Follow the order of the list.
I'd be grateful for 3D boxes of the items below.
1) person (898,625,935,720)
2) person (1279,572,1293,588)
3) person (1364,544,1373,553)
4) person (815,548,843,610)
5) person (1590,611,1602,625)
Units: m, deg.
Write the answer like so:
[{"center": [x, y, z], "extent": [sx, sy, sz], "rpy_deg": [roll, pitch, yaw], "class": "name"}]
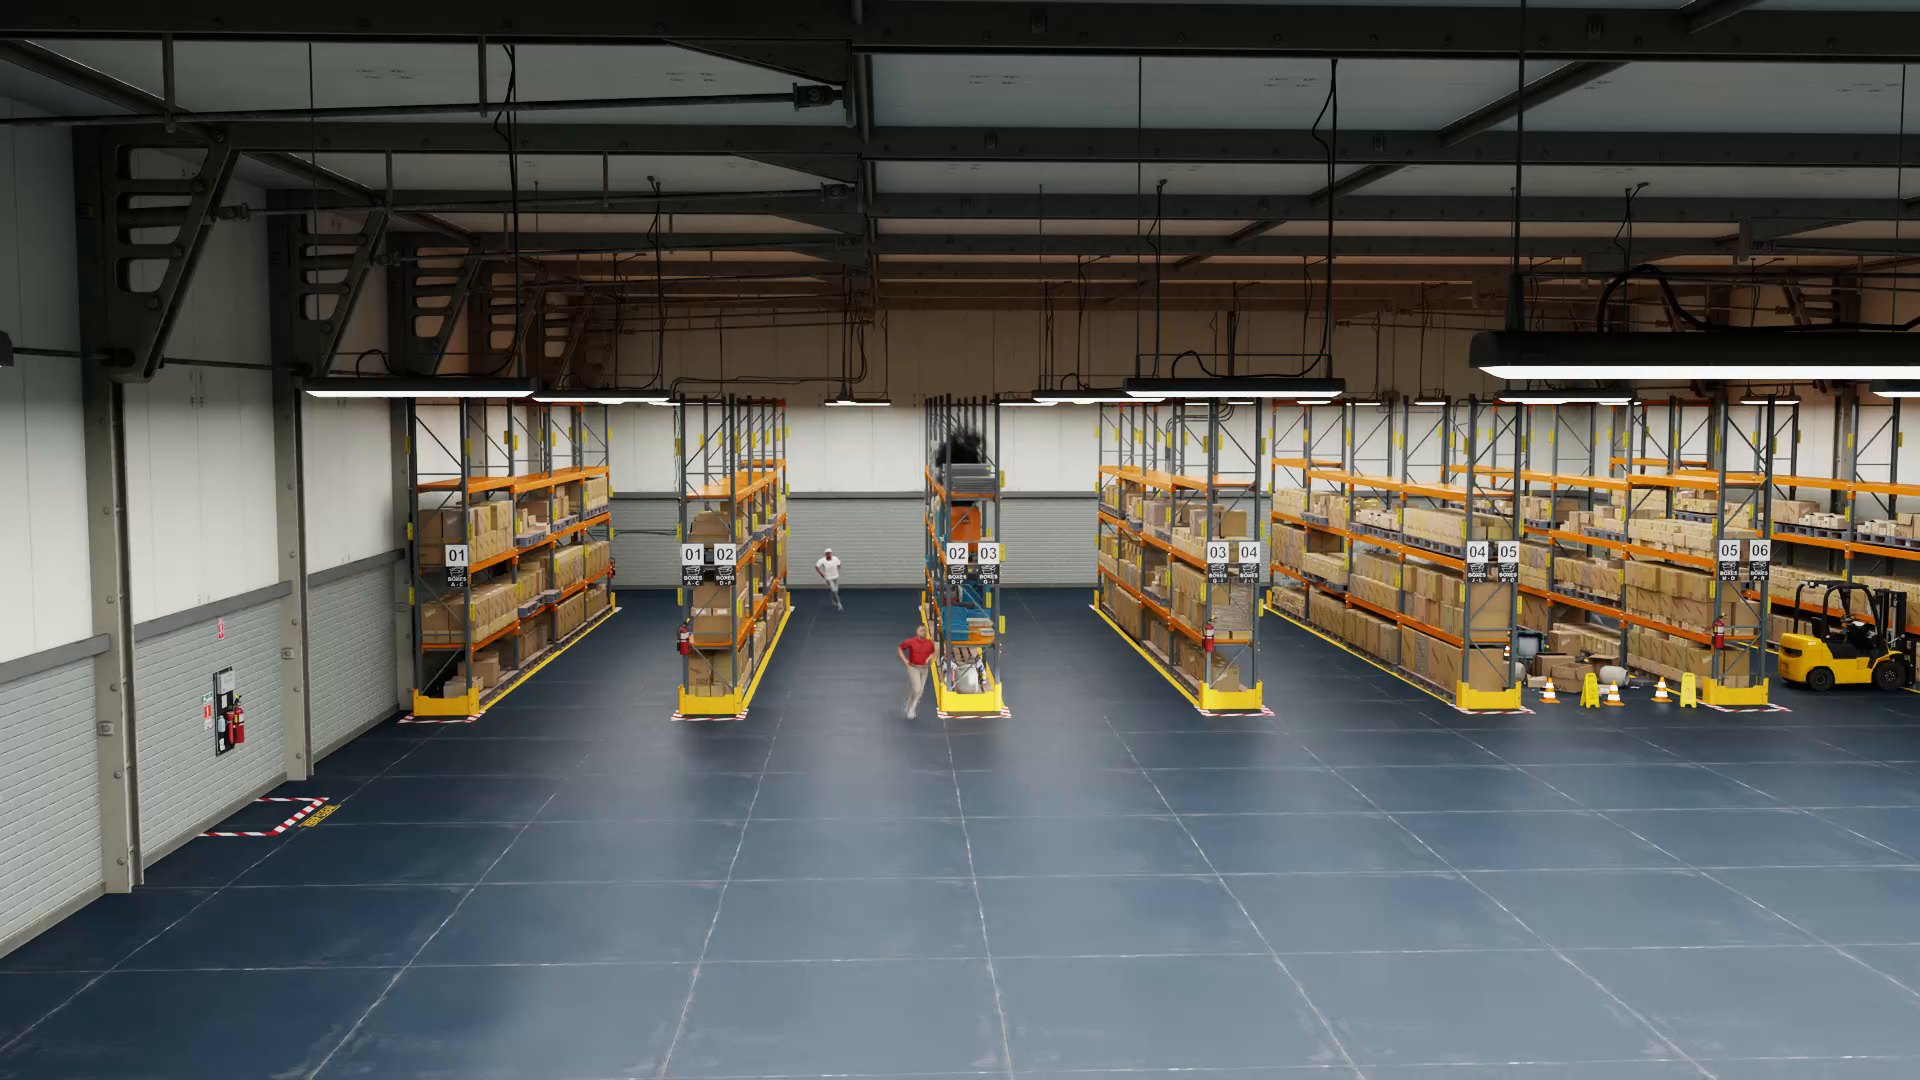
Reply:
[{"center": [-0.761, 2.460, 30.810], "extent": [0.684, 1.754, 0.639], "rpy_deg": [-2, 5, -29], "class": "person"}, {"center": [9.693, 0.982, 48.864], "extent": [0.727, 1.757, 0.680], "rpy_deg": [-1, 5, -10], "class": "person"}, {"center": [12.207, 0.976, 49.295], "extent": [0.806, 1.708, 0.575], "rpy_deg": [0, 5, 3], "class": "person"}, {"center": [-3.700, 1.111, 47.431], "extent": [0.701, 1.781, 0.794], "rpy_deg": [-3, 5, -31], "class": "person"}, {"center": [16.212, 1.500, 42.354], "extent": [0.676, 1.746, 0.886], "rpy_deg": [-1, 5, -7], "class": "person"}]
